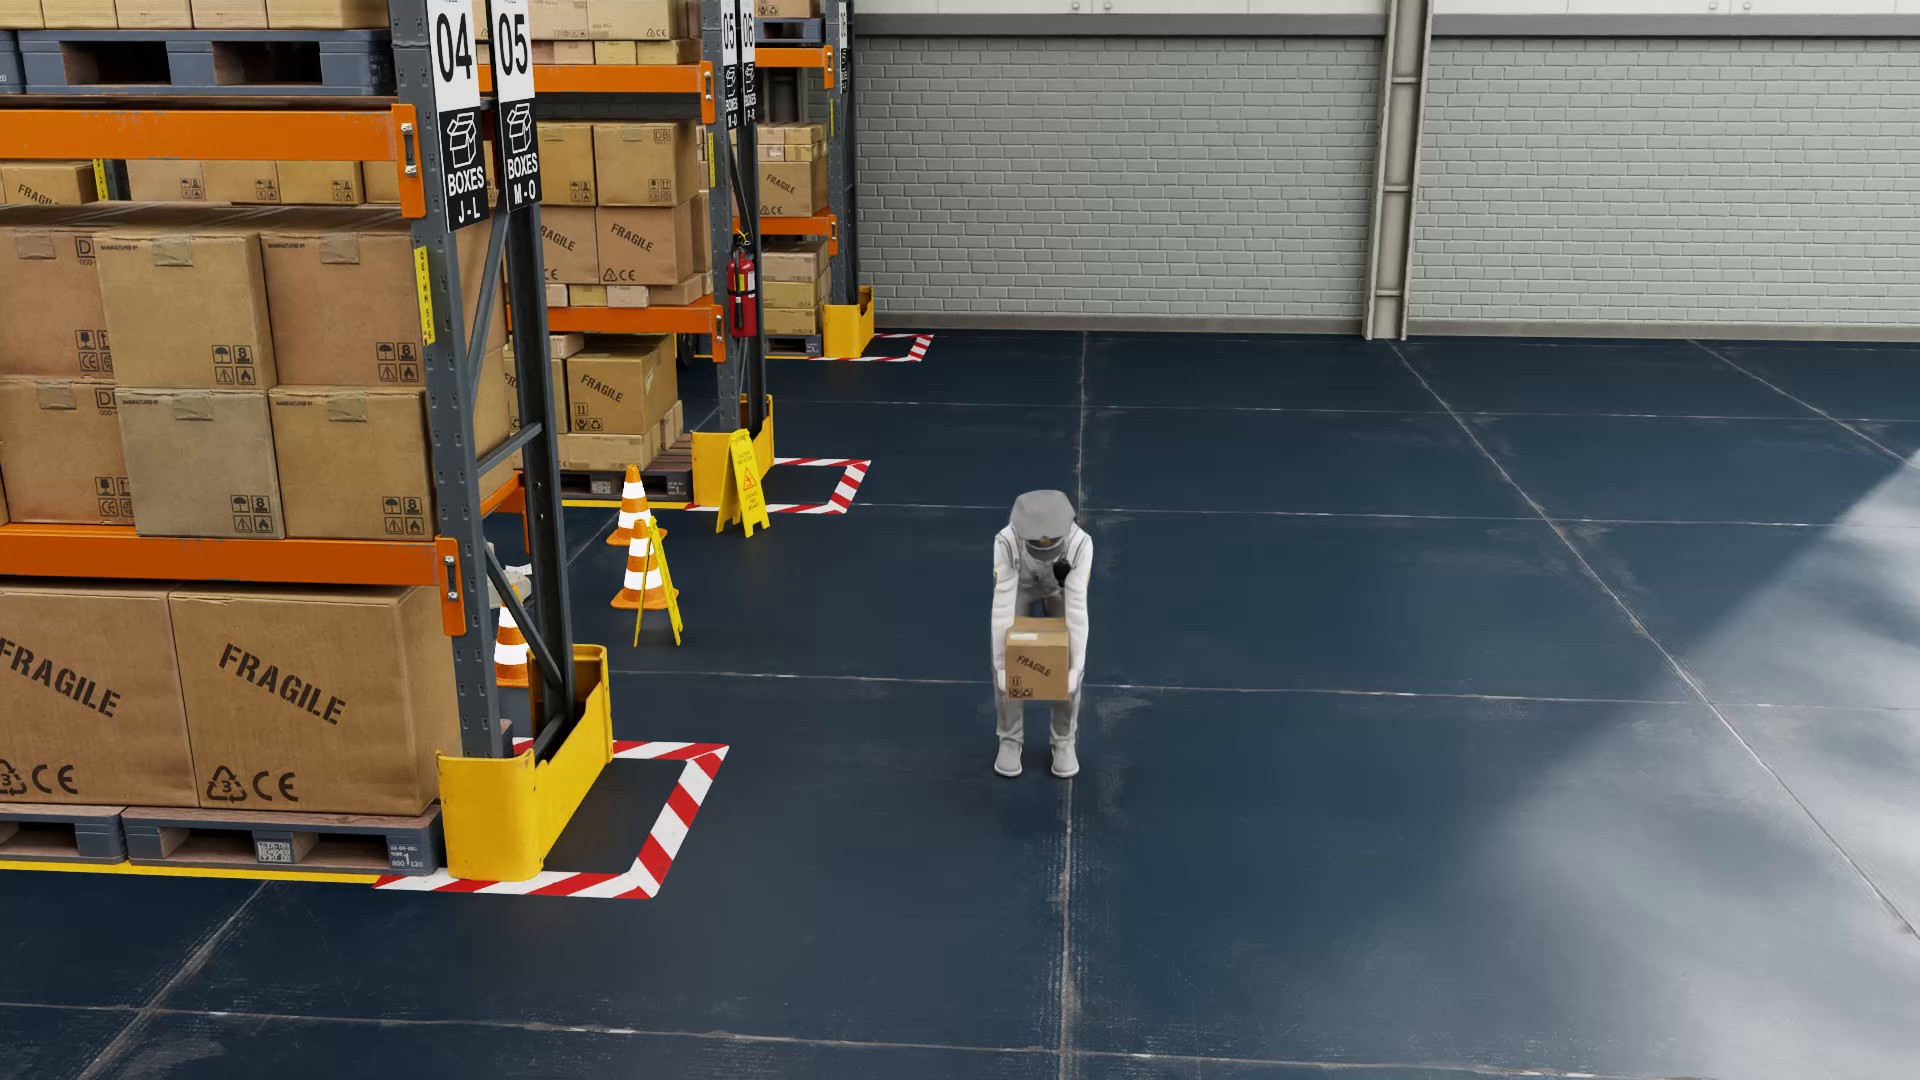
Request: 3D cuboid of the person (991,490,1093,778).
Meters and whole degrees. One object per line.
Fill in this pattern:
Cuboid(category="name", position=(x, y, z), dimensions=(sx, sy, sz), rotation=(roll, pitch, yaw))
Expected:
Cuboid(category="person", position=(0.329, 0.391, 6.824), dimensions=(0.409, 1.366, 0.857), rotation=(1, 18, 3))
